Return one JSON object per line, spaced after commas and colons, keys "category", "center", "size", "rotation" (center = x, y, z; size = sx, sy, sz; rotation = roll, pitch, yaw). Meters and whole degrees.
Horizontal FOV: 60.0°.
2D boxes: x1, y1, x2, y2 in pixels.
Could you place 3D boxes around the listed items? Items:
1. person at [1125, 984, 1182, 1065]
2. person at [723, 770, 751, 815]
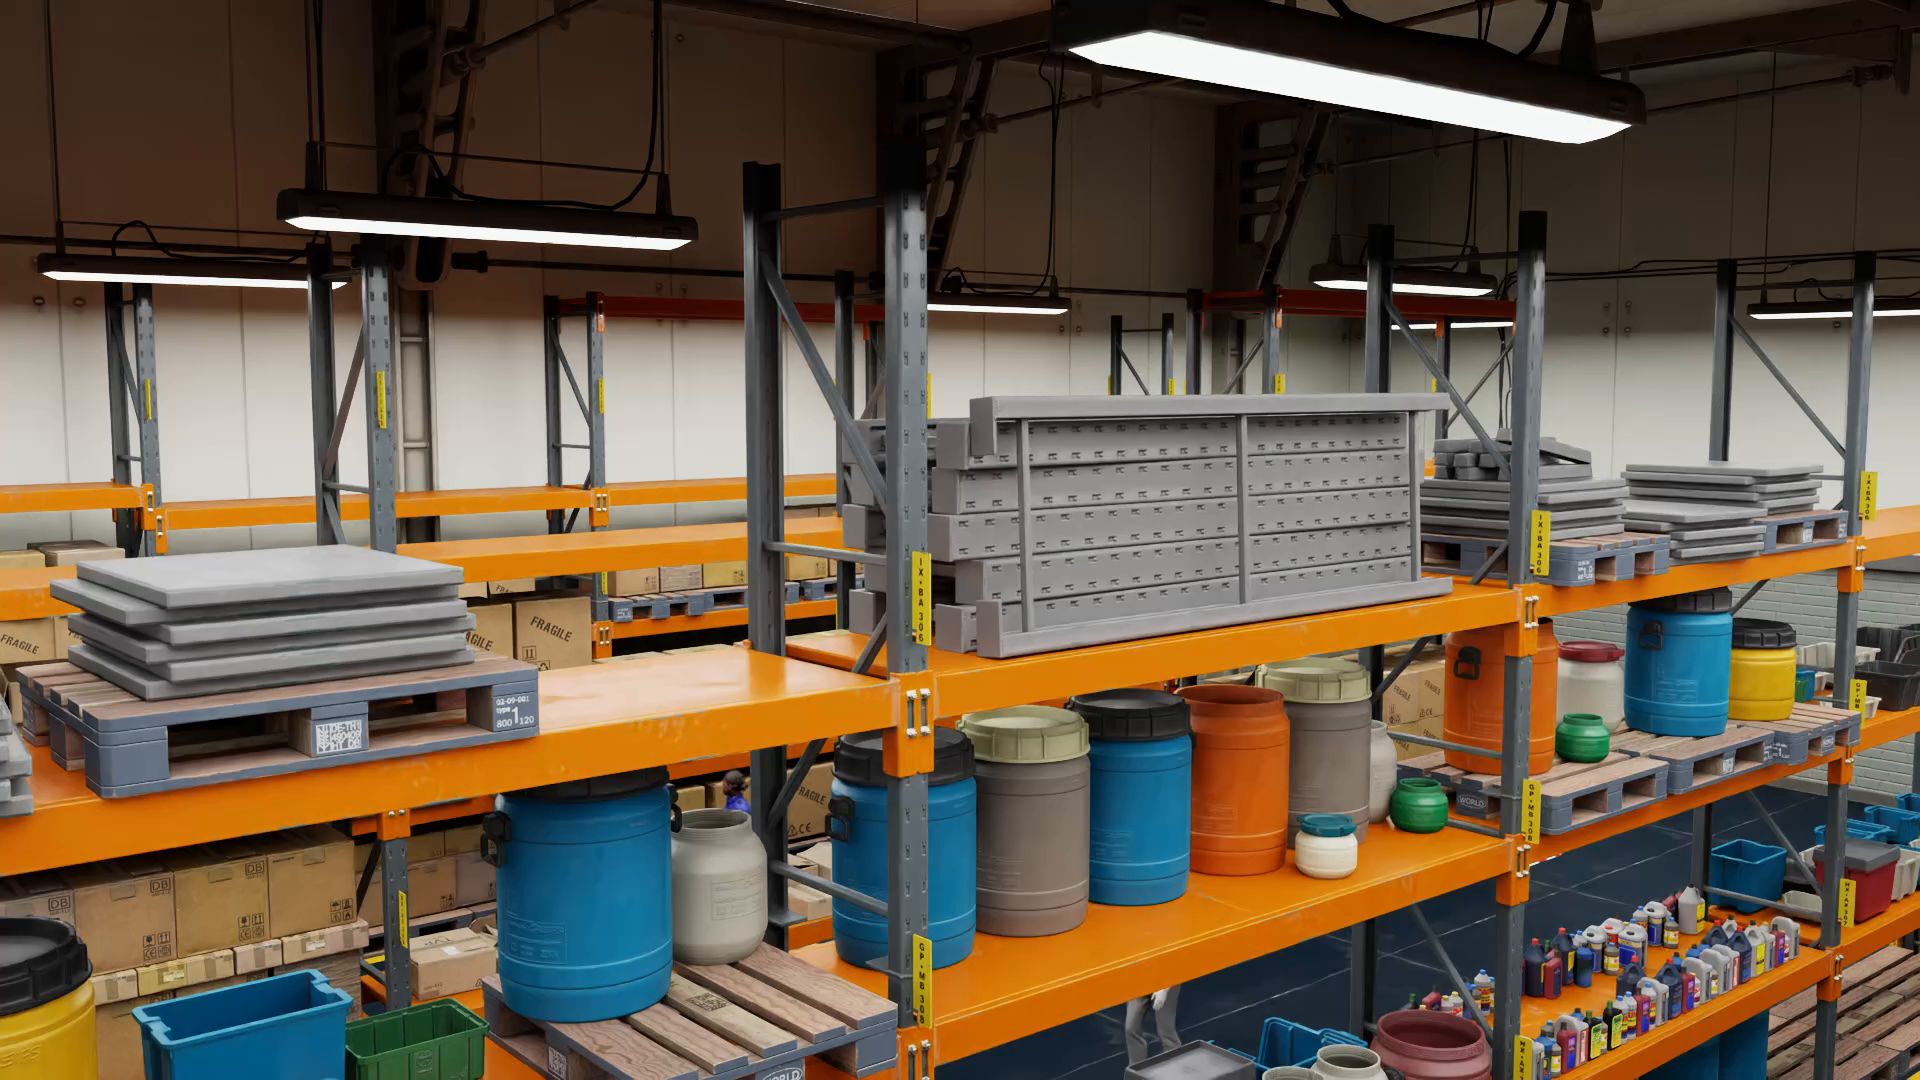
{"category": "person", "center": [1.386, 3.208, 11.949], "size": [0.502, 1.723, 0.528], "rotation": [-4, 7, -37]}
{"category": "person", "center": [-2.099, 2.897, 15.035], "size": [0.860, 1.612, 0.465], "rotation": [-2, 6, -21]}
